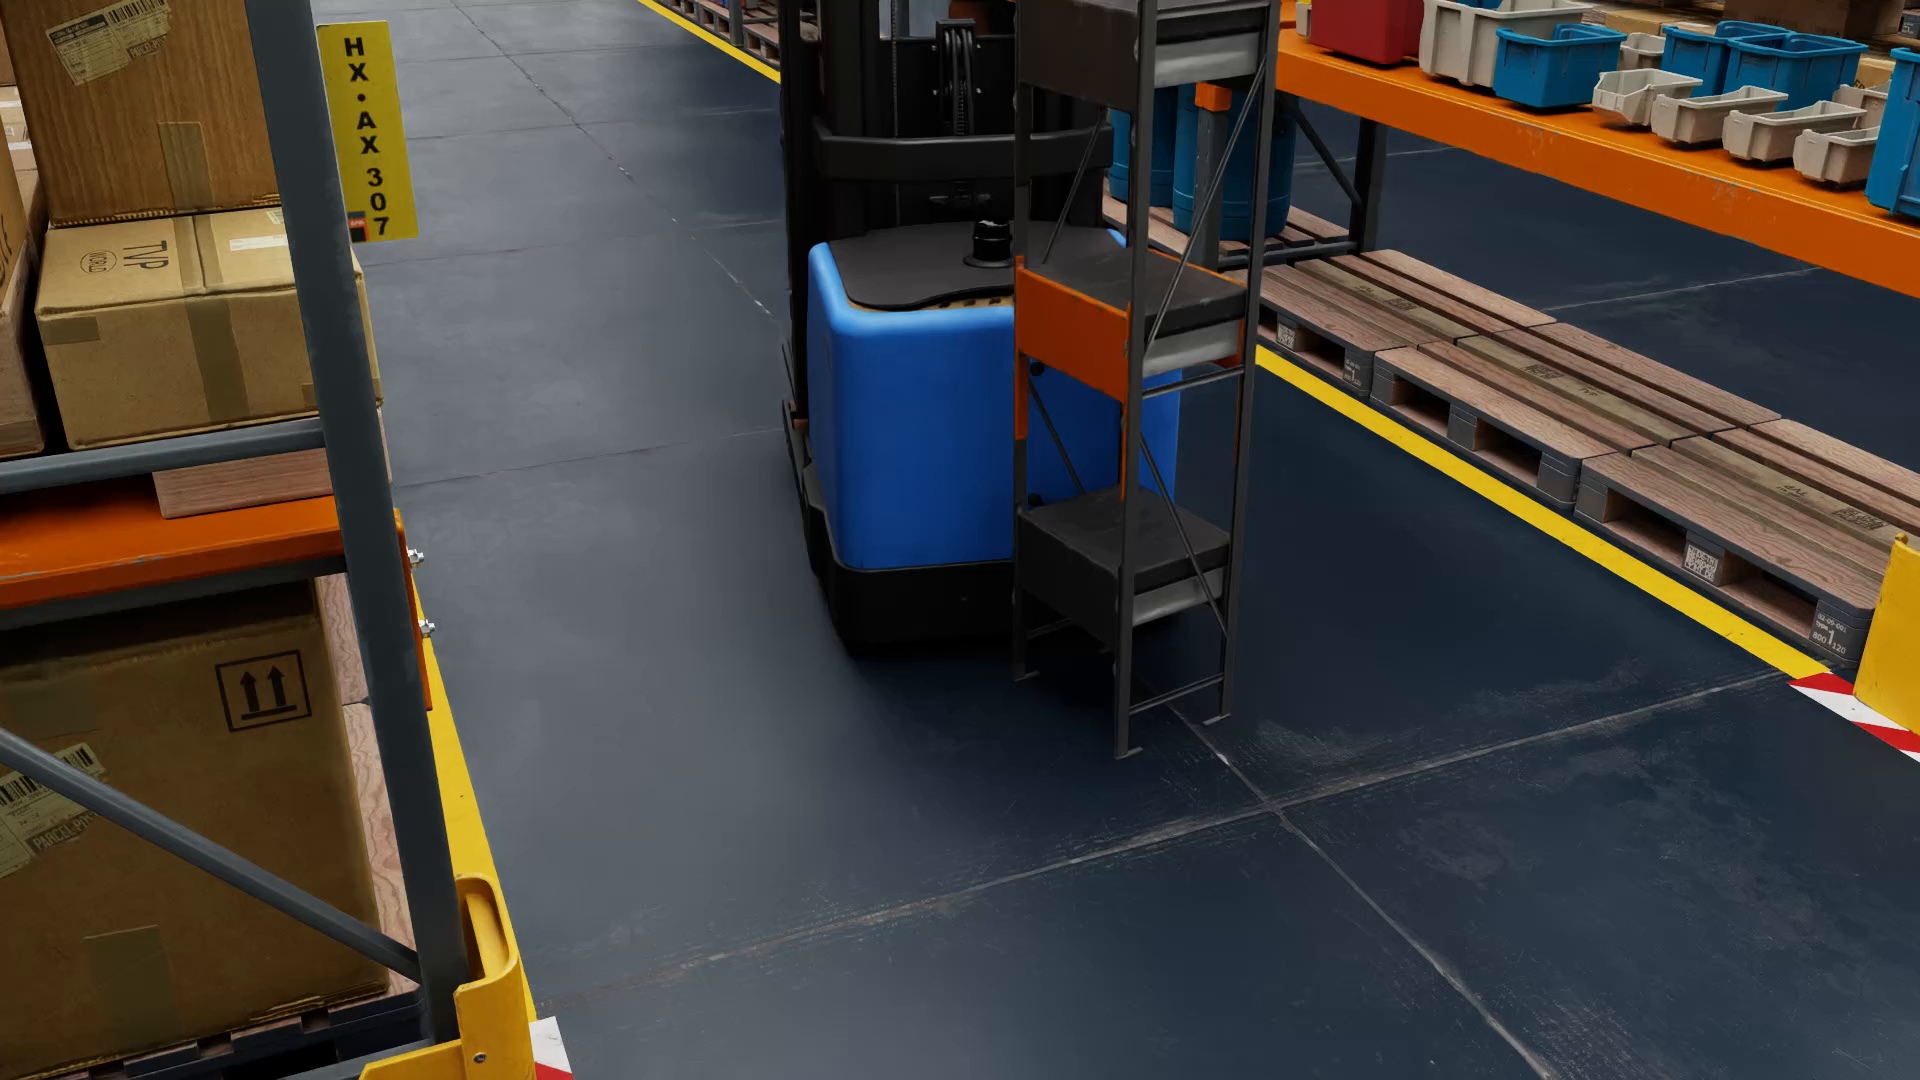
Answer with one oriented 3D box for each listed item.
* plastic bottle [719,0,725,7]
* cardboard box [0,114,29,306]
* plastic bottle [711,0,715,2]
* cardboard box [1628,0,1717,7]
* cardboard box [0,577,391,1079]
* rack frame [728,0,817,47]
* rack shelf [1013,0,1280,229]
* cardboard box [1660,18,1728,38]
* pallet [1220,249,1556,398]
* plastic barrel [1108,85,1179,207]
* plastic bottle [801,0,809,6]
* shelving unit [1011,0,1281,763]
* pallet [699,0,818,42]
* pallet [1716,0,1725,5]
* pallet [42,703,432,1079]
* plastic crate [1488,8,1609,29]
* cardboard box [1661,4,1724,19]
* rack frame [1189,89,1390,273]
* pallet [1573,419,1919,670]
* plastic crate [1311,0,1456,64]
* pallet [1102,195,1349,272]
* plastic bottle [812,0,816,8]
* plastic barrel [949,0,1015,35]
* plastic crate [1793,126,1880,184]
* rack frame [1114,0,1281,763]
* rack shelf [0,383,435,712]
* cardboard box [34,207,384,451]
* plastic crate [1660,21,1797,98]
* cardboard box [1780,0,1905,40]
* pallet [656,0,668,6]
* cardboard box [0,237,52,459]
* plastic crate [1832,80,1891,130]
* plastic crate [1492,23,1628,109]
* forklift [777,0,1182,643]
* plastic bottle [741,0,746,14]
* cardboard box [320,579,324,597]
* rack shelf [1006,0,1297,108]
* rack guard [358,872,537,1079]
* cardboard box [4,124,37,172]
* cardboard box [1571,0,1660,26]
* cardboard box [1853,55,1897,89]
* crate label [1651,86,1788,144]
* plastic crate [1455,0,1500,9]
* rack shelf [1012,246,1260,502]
[{"bbox_3d":[-2.138,-5.084,15.262,0.144,0.351,0.185,-12,29,-23],"label":"plastic bottle"},{"bbox_3d":[-1.836,-0.648,2.636,0.500,0.500,0.500,-10,28,-20],"label":"cardboard box"},{"bbox_3d":[-2.264,-5.215,15.529,0.144,0.351,0.185,-11,28,-21],"label":"plastic bottle"},{"bbox_3d":[5.188,-4.076,12.172,0.500,0.250,0.500,-9,28,-19],"label":"cardboard box"},{"bbox_3d":[-1.728,0.428,3.398,0.875,0.875,0.875,-11,28,-21],"label":"cardboard box"},{"bbox_3d":[-1.545,-5.789,14.188,1.000,3.000,0.127,-11,28,-21],"label":"rack frame"},{"bbox_3d":[0.440,-1.093,4.025,0.431,0.518,0.480,-16,30,-29],"label":"rack shelf"},{"bbox_3d":[5.107,-3.242,11.319,0.500,0.500,0.500,-12,28,-22],"label":"cardboard box"},{"bbox_3d":[1.911,-1.016,7.591,1.003,0.211,1.213,-11,28,-21],"label":"pallet"},{"bbox_3d":[1.113,-2.314,8.983,0.600,0.901,0.708,-11,28,-21],"label":"plastic barrel"},{"bbox_3d":[-1.419,-5.093,15.364,0.152,0.276,0.135,-10,28,-19],"label":"plastic bottle"},{"bbox_3d":[0.448,-0.479,4.330,0.431,2.100,0.503,-16,30,-29],"label":"shelving unit"},{"bbox_3d":[-1.770,-4.814,15.370,1.003,0.211,1.213,-11,28,-21],"label":"pallet"},{"bbox_3d":[8.358,-5.431,16.633,1.003,0.211,1.213,-11,28,-21],"label":"pallet"},{"bbox_3d":[-1.789,0.850,3.768,1.003,0.211,1.213,-11,28,-21],"label":"pallet"},{"bbox_3d":[2.273,-2.057,6.789,0.437,0.125,0.590,-11,28,-21],"label":"plastic crate"},{"bbox_3d":[5.365,-3.552,11.954,0.500,0.500,0.500,-12,28,-22],"label":"cardboard box"},{"bbox_3d":[1.587,-2.559,7.573,1.000,3.000,0.127,-11,28,-21],"label":"rack frame"},{"bbox_3d":[2.867,-0.031,5.573,1.003,0.211,1.213,-11,28,-21],"label":"pallet"},{"bbox_3d":[1.706,-2.212,6.719,0.402,0.464,0.583,-11,28,-21],"label":"plastic crate"},{"bbox_3d":[1.324,-1.625,8.838,1.003,0.211,1.213,-11,28,-21],"label":"pallet"},{"bbox_3d":[-1.307,-4.974,15.207,0.097,0.201,0.097,0,26,0],"label":"plastic bottle"},{"bbox_3d":[0.228,-3.193,10.866,0.600,0.830,0.708,-11,28,-21],"label":"plastic barrel"},{"bbox_3d":[2.668,-1.151,4.921,0.396,0.136,0.243,-11,28,-21],"label":"plastic crate"},{"bbox_3d":[0.579,-0.389,4.146,0.400,2.100,0.015,-16,30,-29],"label":"rack frame"},{"bbox_3d":[-2.187,-0.578,4.334,1.077,0.370,4.000,-11,28,-21],"label":"rack shelf"},{"bbox_3d":[-1.343,-0.400,2.982,0.500,0.250,0.500,-11,28,-22],"label":"cardboard box"},{"bbox_3d":[2.727,-1.705,5.946,0.416,0.233,0.300,-11,28,-21],"label":"plastic crate"},{"bbox_3d":[5.790,-3.461,10.913,0.500,0.250,0.500,-11,28,-20],"label":"cardboard box"},{"bbox_3d":[-2.726,-5.799,17.387,1.003,0.211,1.213,-11,28,-21],"label":"pallet"},{"bbox_3d":[-1.837,-0.310,2.798,0.500,0.250,0.500,-11,28,-21],"label":"cardboard box"},{"bbox_3d":[3.045,-1.427,5.486,0.250,0.136,0.298,-11,28,-21],"label":"plastic crate"},{"bbox_3d":[2.114,-1.681,5.897,0.416,0.233,0.300,-11,28,-21],"label":"plastic crate"},{"bbox_3d":[-0.092,-1.631,5.750,1.130,2.935,3.031,-4,26,-9],"label":"forklift"},{"bbox_3d":[-1.974,-4.822,14.896,0.097,0.201,0.097,0,26,0],"label":"plastic bottle"},{"bbox_3d":[-2.433,-0.299,4.886,0.875,0.875,0.875,-11,28,-21],"label":"cardboard box"},{"bbox_3d":[0.804,-3.044,9.385,1.077,0.370,4.000,-11,28,-21],"label":"rack shelf"},{"bbox_3d":[-1.394,1.039,3.051,1.175,0.500,0.348,-11,28,-21],"label":"rack guard"},{"bbox_3d":[-2.235,-0.720,3.638,0.500,0.250,0.500,-12,28,-22],"label":"cardboard box"},{"bbox_3d":[4.706,-3.655,12.165,0.500,0.500,0.500,-12,28,-22],"label":"cardboard box"},{"bbox_3d":[5.690,-2.633,10.072,0.500,0.500,0.500,-11,28,-21],"label":"cardboard box"},{"bbox_3d":[2.436,-1.379,5.388,0.396,0.136,0.243,-11,28,-21],"label":"crate label"},{"bbox_3d":[2.084,-2.449,7.298,0.392,0.384,0.575,-11,28,-21],"label":"plastic crate"},{"bbox_3d":[0.448,-0.467,4.337,0.431,0.518,0.480,-16,30,-29],"label":"rack shelf"}]
